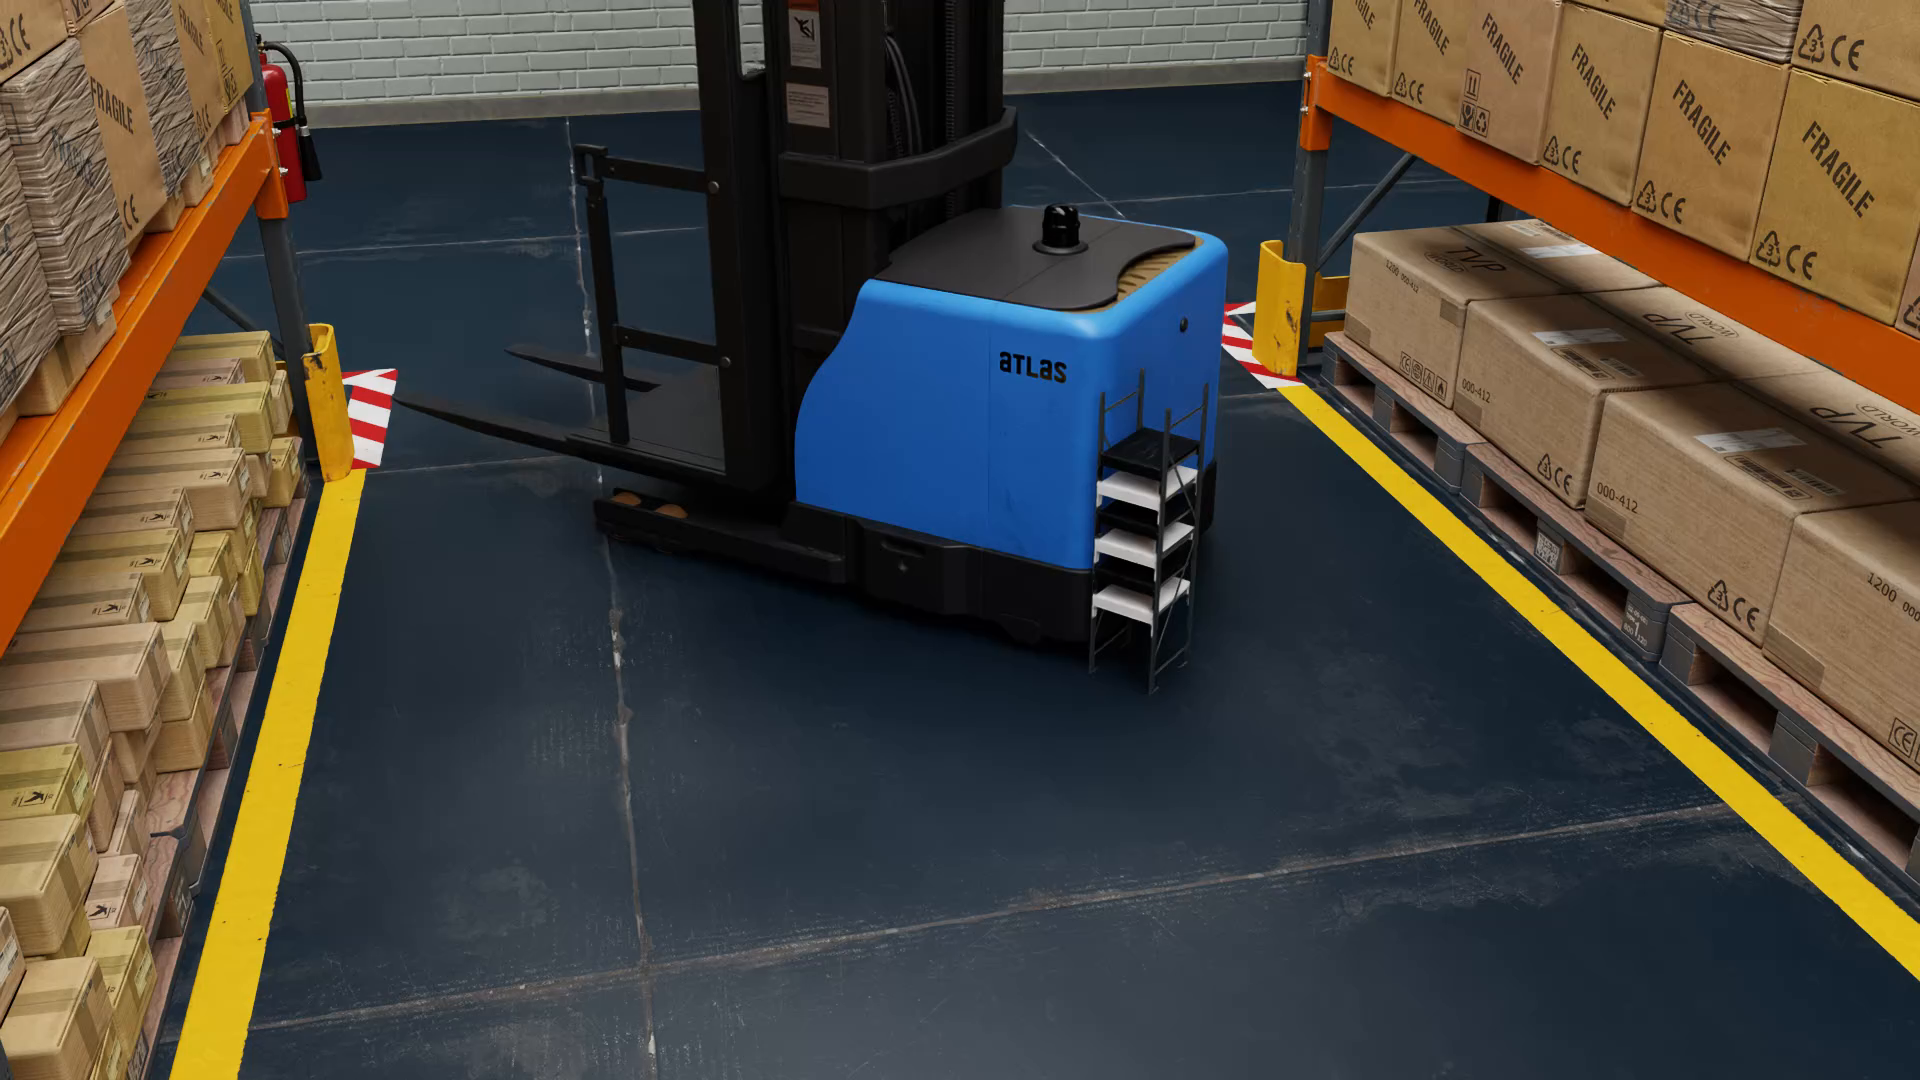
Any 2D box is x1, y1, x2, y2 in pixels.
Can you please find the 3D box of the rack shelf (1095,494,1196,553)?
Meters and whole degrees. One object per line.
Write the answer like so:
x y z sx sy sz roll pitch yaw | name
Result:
0.538 -0.068 4.760 0.200 0.077 0.258 18 32 31 | rack shelf

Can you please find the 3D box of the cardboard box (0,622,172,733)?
-2.047 0.328 3.810 0.380 0.149 0.250 -5 27 -10 | cardboard box

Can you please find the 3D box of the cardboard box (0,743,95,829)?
-1.988 0.560 3.350 0.380 0.149 0.250 -6 27 -12 | cardboard box

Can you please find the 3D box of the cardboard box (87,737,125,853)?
-2.065 0.582 3.635 0.380 0.149 0.250 -7 28 -14 | cardboard box

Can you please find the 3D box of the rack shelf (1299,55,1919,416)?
2.346 -0.958 5.118 1.077 0.370 4.000 -6 27 -12 | rack shelf

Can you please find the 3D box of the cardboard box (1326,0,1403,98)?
1.724 -1.962 6.198 0.500 0.500 0.500 -6 27 -12 | cardboard box

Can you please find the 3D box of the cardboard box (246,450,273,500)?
-2.388 -0.228 5.240 0.380 0.149 0.250 -7 28 -14 | cardboard box

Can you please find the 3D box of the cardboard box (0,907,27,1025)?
-1.879 0.793 2.888 0.380 0.149 0.250 -5 27 -9 | cardboard box

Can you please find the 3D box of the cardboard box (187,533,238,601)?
-2.219 0.113 4.565 0.380 0.149 0.250 -5 27 -9 | cardboard box

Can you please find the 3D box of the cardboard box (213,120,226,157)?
-2.536 -1.271 5.218 0.380 0.149 0.250 -6 27 -12 | cardboard box

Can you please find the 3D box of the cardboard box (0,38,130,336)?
-2.066 -0.716 3.399 0.500 0.500 0.500 -7 28 -13 | cardboard box

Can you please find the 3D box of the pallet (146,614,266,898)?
-2.467 0.562 4.402 1.003 0.211 1.213 -6 27 -12 | pallet

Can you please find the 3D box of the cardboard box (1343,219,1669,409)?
2.142 -0.922 6.625 0.875 0.438 0.875 -7 28 -13 | cardboard box

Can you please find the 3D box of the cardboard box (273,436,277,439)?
-2.582 -0.315 5.744 0.380 0.149 0.250 -5 27 -11 | cardboard box

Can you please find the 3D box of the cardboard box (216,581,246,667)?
-2.221 0.247 4.630 0.380 0.149 0.250 -5 27 -11 | cardboard box

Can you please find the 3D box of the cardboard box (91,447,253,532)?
-2.244 -0.135 4.726 0.380 0.149 0.250 -5 27 -10 | cardboard box

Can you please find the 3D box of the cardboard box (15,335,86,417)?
-2.038 -0.355 3.403 0.380 0.149 0.250 -5 27 -11 | cardboard box

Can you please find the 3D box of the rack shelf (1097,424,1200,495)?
0.538 -0.229 4.679 0.200 0.077 0.258 18 32 31 | rack shelf

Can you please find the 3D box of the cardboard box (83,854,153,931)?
-1.938 0.817 3.499 0.380 0.149 0.250 -6 27 -12 | cardboard box

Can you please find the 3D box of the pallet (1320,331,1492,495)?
2.152 -0.570 6.644 1.003 0.211 1.213 -6 27 -12 | pallet

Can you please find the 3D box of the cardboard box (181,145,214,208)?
-2.384 -1.053 4.786 0.380 0.149 0.250 -5 27 -10 | cardboard box

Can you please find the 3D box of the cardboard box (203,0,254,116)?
-2.552 -1.617 5.183 0.500 0.500 0.500 -5 27 -11 | cardboard box

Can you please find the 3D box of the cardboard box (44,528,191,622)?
-2.206 0.104 4.252 0.380 0.149 0.250 -6 27 -11 | cardboard box

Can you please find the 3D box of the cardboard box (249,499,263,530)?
-2.450 -0.088 5.294 0.380 0.149 0.250 -6 27 -12 | cardboard box

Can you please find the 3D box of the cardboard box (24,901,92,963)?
-1.917 0.804 3.195 0.380 0.149 0.250 -6 27 -11 | cardboard box

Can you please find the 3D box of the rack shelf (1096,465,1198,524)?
0.538 -0.148 4.720 0.200 0.077 0.258 18 32 31 | rack shelf

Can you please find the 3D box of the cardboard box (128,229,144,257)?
-2.351 -0.810 4.304 0.380 0.149 0.250 -7 28 -14 | cardboard box

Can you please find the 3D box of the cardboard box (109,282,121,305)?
-2.198 -0.586 3.861 0.380 0.149 0.250 -5 27 -10 | cardboard box

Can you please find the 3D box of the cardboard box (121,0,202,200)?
-2.318 -1.169 4.295 0.500 0.500 0.500 -6 27 -11 | cardboard box

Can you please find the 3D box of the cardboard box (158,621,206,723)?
-2.099 0.342 4.112 0.380 0.149 0.250 -6 27 -12 | cardboard box

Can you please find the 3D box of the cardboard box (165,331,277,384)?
-2.538 -0.584 5.616 0.380 0.149 0.250 -6 27 -11 | cardboard box

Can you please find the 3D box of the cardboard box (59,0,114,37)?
-2.196 -1.377 3.599 0.500 0.500 0.500 -7 28 -13 | cardboard box

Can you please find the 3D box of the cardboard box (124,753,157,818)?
-2.139 0.597 3.937 0.380 0.149 0.250 -7 28 -14 | cardboard box

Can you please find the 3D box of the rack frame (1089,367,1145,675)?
0.455 -0.044 4.838 0.006 0.900 0.240 18 32 31 | rack frame

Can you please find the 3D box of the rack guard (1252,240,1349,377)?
1.890 -1.052 7.280 1.175 0.500 0.348 -6 27 -12 | rack guard

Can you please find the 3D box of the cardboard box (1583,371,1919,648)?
2.558 -0.125 5.046 0.875 0.438 0.875 -7 28 -13 | cardboard box

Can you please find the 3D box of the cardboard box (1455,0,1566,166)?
1.962 -1.518 5.318 0.500 0.500 0.500 -6 27 -12 | cardboard box

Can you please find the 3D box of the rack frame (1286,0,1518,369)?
1.896 -2.158 6.696 1.000 3.000 0.127 -6 27 -12 | rack frame

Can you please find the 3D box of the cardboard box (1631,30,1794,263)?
2.195 -1.068 4.427 0.500 0.500 0.500 -6 27 -12 | cardboard box

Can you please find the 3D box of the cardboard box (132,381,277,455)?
-2.355 -0.367 5.186 0.380 0.149 0.250 -7 28 -13 | cardboard box

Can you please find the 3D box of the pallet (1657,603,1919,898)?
2.702 0.501 4.522 1.003 0.211 1.213 -6 27 -12 | pallet

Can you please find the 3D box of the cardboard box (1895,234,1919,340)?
2.444 -0.624 3.546 0.500 0.500 0.500 -6 27 -11 | cardboard box

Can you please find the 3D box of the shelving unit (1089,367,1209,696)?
0.538 -0.017 4.786 0.210 0.900 0.258 18 32 31 | shelving unit

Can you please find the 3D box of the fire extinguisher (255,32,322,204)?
-2.511 -1.567 6.025 0.296 0.674 0.183 -6 27 -12 | fire extinguisher

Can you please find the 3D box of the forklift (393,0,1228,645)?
-0.674 -1.454 5.377 3.031 2.935 1.130 14 30 25 | forklift

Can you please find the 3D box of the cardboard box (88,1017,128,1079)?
-1.772 1.038 3.062 0.380 0.149 0.250 -7 28 -14 | cardboard box

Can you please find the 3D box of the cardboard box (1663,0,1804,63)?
2.192 -1.518 4.208 0.500 0.500 0.500 -6 27 -11 | cardboard box
